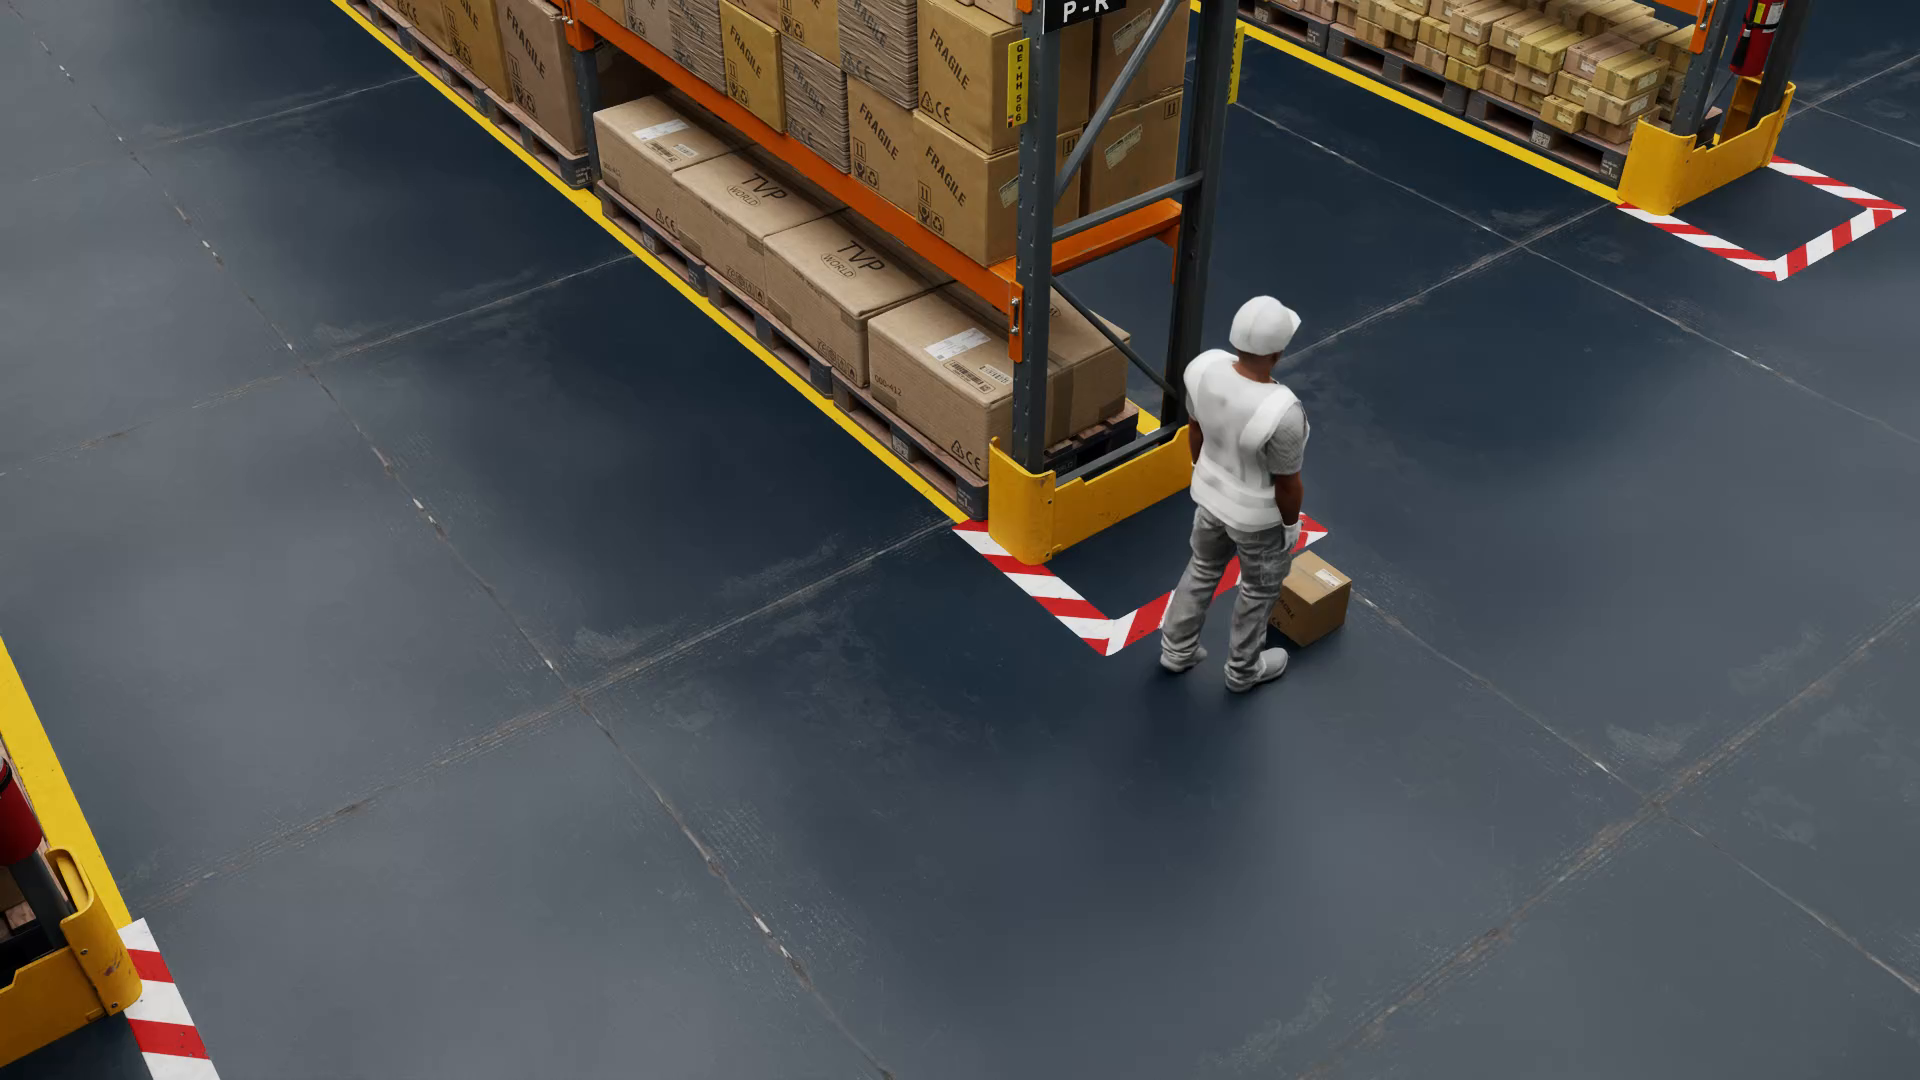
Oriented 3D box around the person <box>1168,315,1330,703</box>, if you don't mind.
[{"bbox_3d":[1.093,-0.113,6.419,0.629,1.601,0.601,-26,46,-27],"label":"person"}]
